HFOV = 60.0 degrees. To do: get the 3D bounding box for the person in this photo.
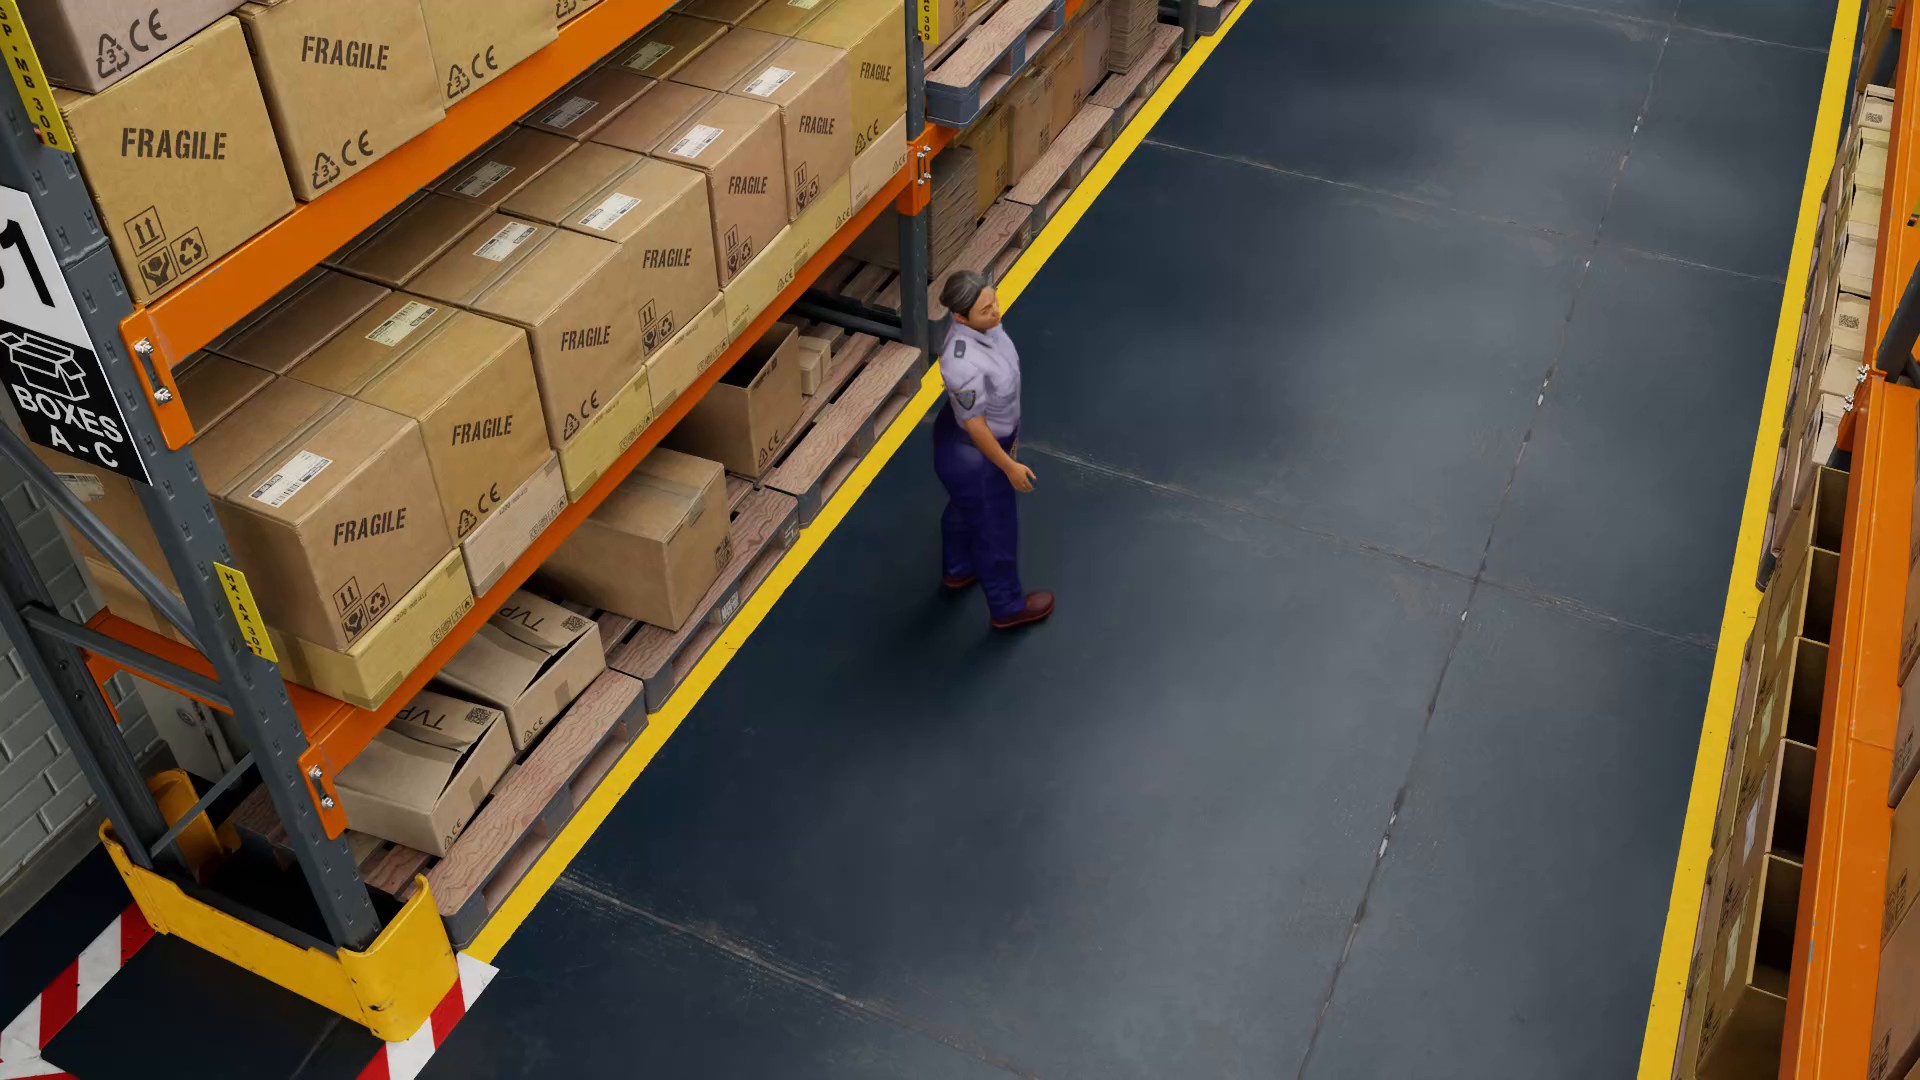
[{"bbox_3d":[0.091,-0.398,6.534,0.396,1.581,0.494,-1,42,-1],"label":"person"}]
